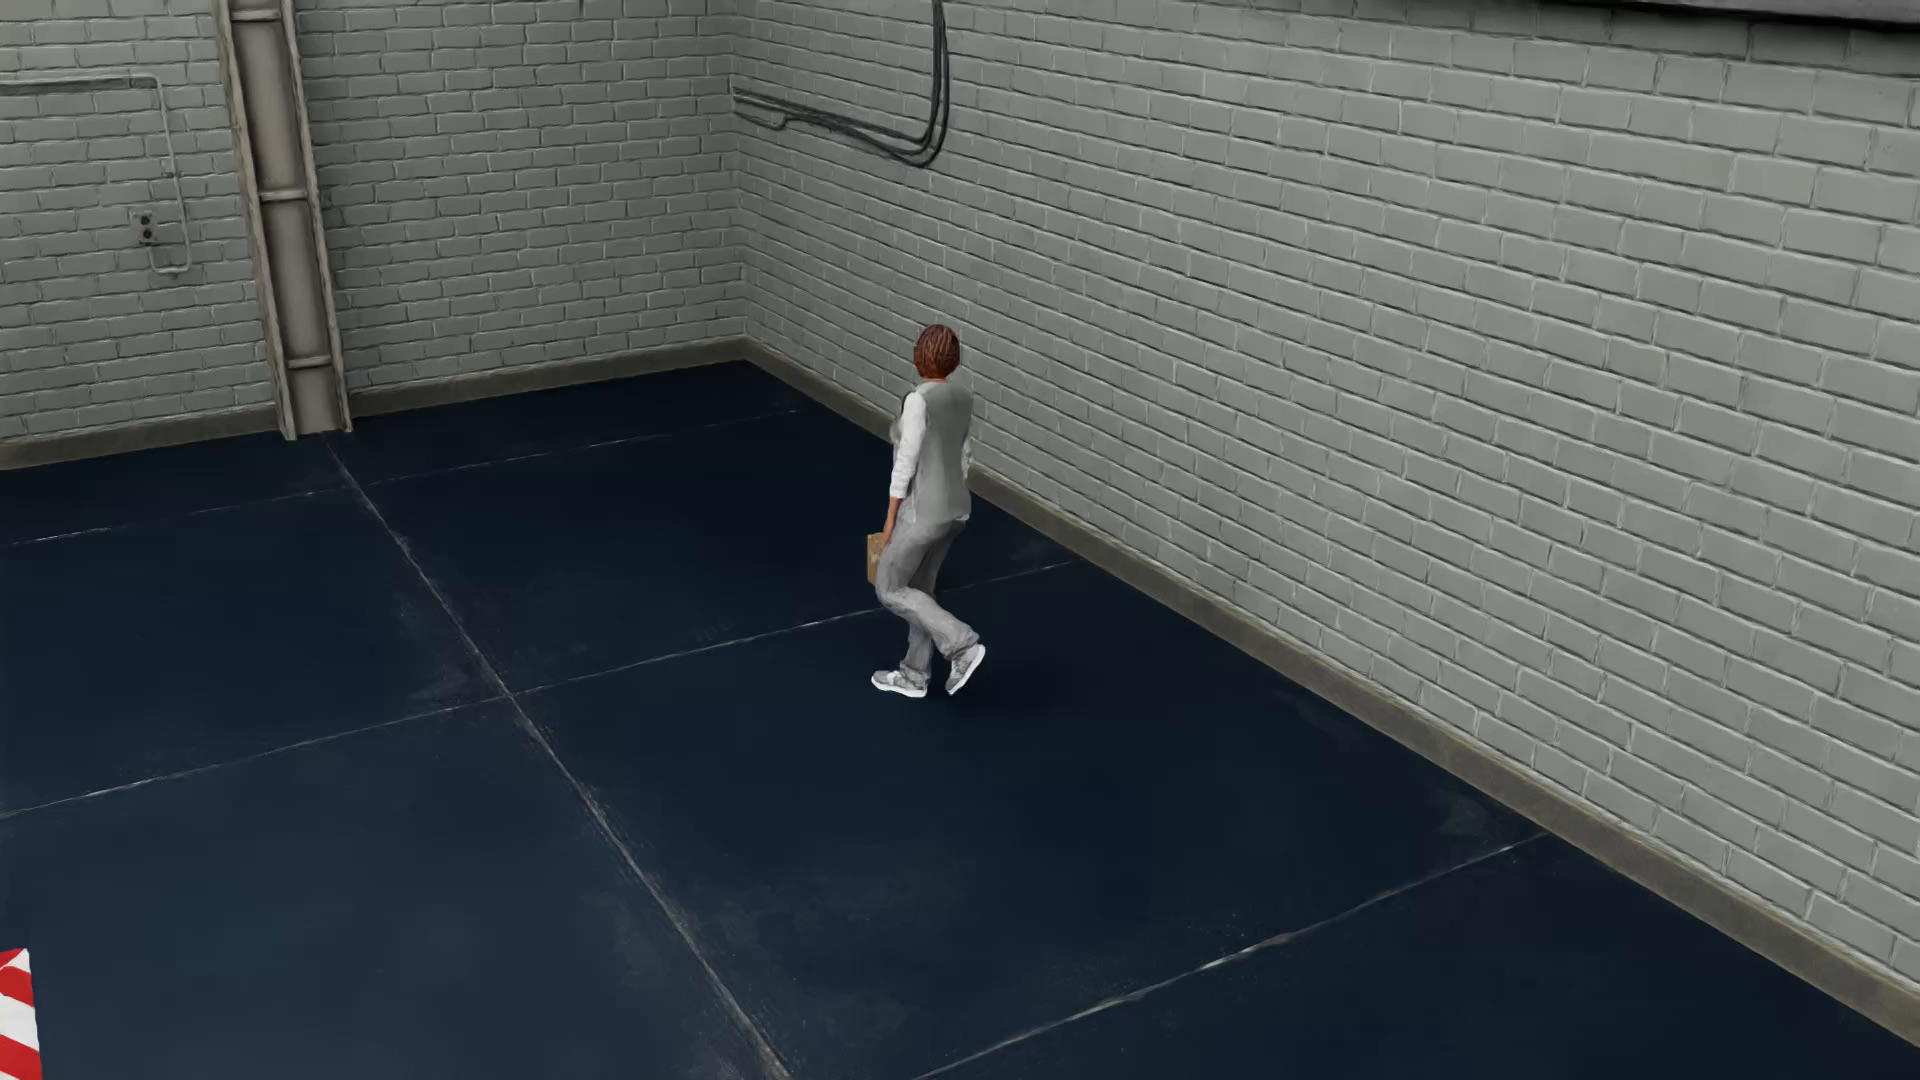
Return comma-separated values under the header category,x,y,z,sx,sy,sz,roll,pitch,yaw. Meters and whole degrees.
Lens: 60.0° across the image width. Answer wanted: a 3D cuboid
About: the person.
category,x,y,z,sx,sy,sz,roll,pitch,yaw
person,-0.082,-0.080,6.830,0.576,1.563,0.464,14,26,30
